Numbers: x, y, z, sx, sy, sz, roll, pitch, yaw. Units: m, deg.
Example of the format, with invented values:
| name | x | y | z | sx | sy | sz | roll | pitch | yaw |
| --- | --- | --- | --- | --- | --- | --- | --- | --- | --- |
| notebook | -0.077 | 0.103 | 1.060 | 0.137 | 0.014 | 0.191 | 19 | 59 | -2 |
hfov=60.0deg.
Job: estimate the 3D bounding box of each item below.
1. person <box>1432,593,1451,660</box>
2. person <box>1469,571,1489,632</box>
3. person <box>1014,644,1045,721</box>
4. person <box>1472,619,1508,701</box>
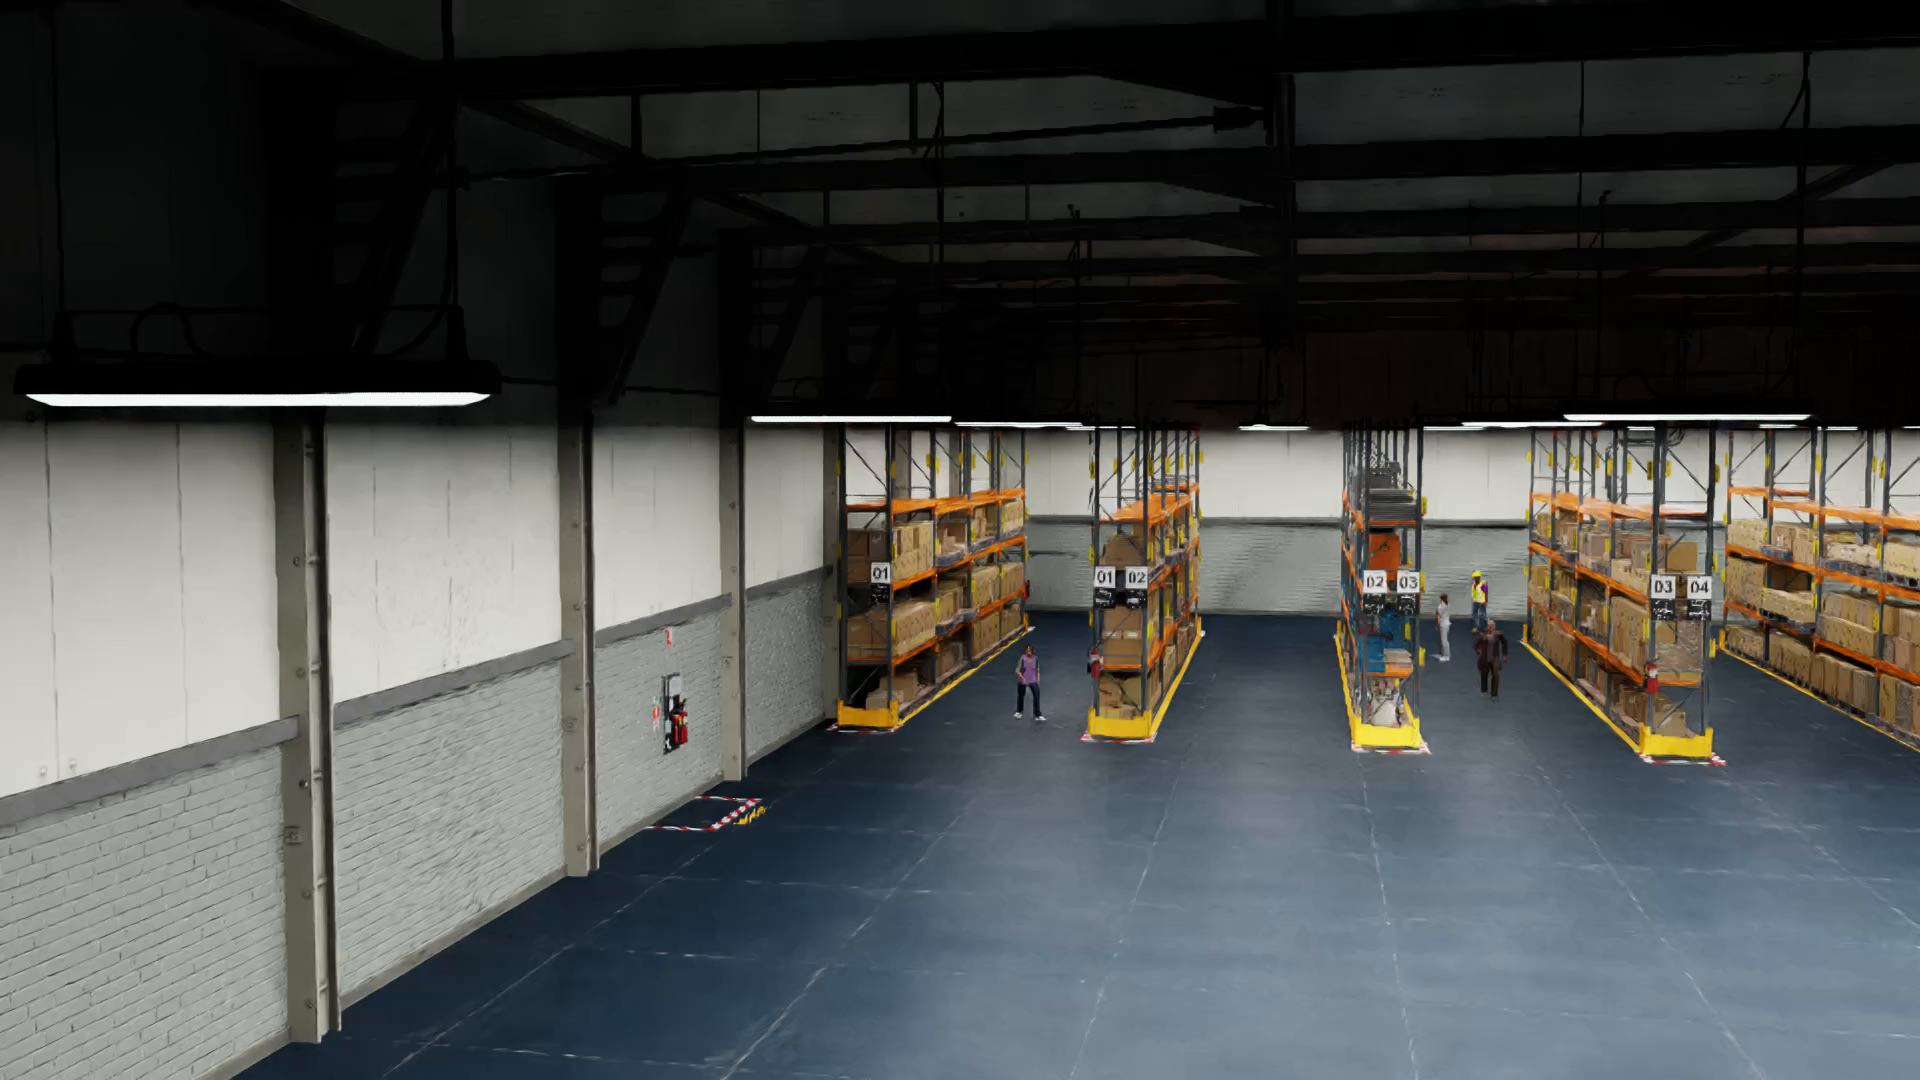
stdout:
| name | x | y | z | sx | sy | sz | roll | pitch | yaw |
| --- | --- | --- | --- | --- | --- | --- | --- | --- | --- |
| person | 12.121 | 2.160 | 41.809 | 0.564 | 1.666 | 0.563 | 3 | 5 | 41 |
| person | 14.900 | 1.764 | 47.654 | 0.594 | 1.757 | 0.595 | -2 | 4 | -32 |
| person | 1.361 | 2.809 | 33.041 | 0.562 | 1.514 | 0.782 | 0 | 4 | -6 |
| person | 11.360 | 2.549 | 35.653 | 0.736 | 1.717 | 0.903 | 1 | 4 | 17 |
